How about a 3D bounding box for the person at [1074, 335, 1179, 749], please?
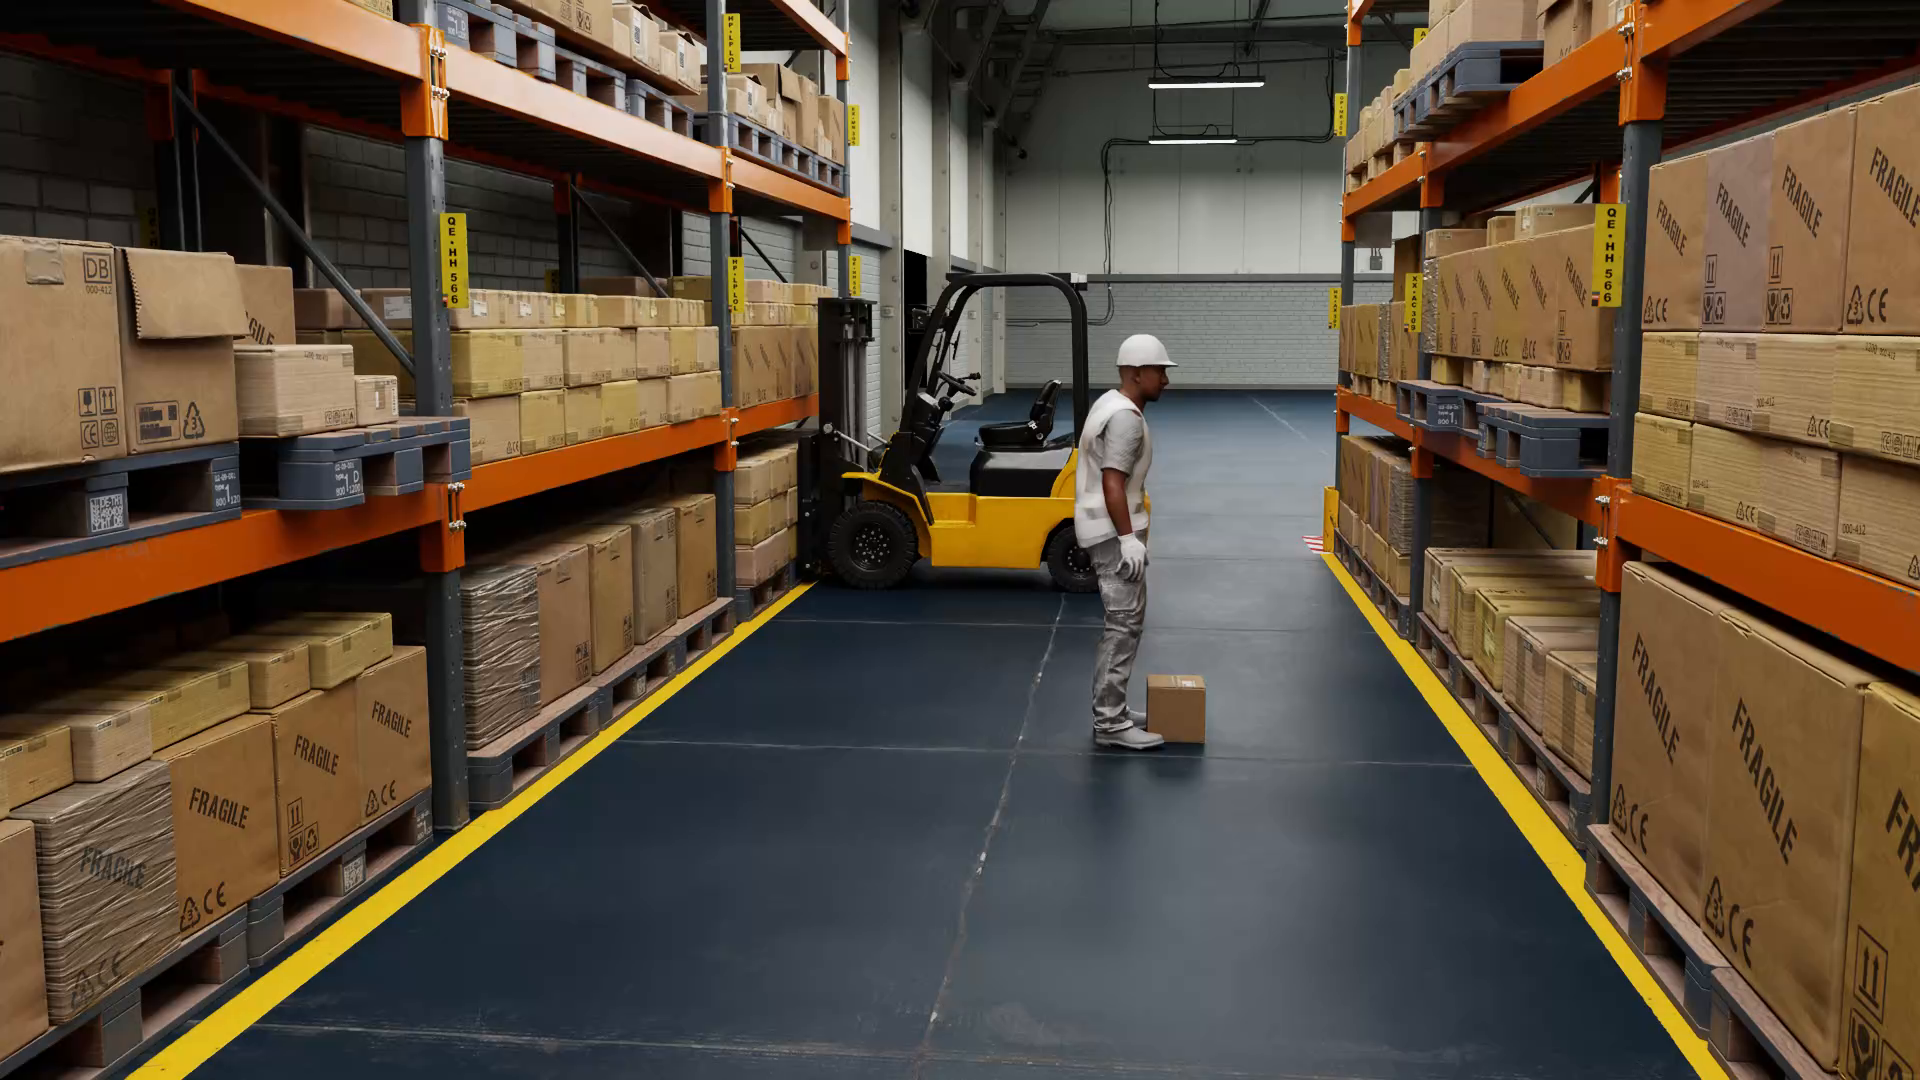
[{"bbox_3d":[0.725,-0.007,7.297,0.446,1.775,0.617,1,8,6],"label":"person"}]
